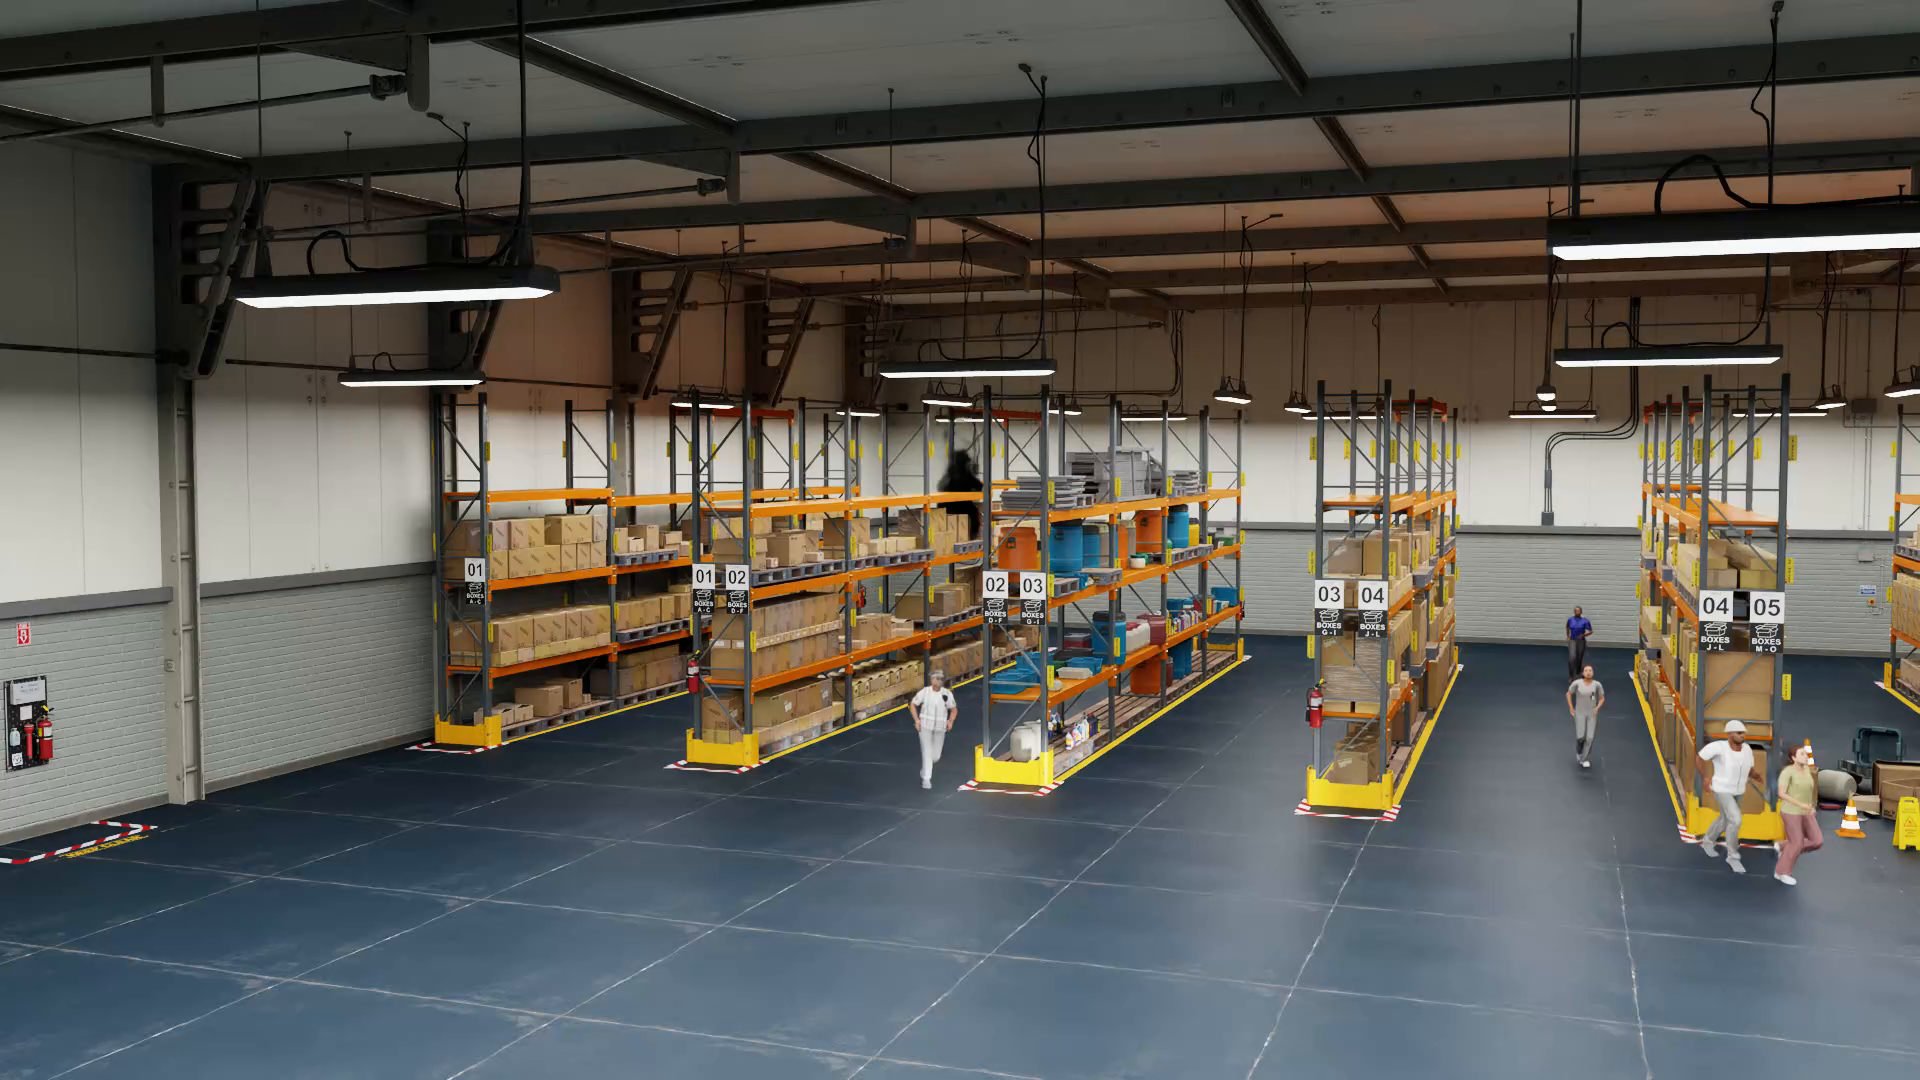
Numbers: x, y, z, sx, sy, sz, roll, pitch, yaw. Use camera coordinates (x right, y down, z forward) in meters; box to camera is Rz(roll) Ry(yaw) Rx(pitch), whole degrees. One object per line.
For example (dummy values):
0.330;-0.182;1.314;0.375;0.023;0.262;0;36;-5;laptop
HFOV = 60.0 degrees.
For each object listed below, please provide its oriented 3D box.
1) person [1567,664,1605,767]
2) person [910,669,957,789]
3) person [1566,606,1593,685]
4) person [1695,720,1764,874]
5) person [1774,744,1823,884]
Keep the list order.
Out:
9.941;2.786;26.416;0.569;1.620;0.512;1;3;17;person
-0.394;2.812;25.030;0.716;1.750;0.689;-1;3;-11;person
13.377;2.259;35.942;0.572;1.674;0.785;2;3;26;person
9.278;3.057;20.084;0.631;1.798;0.870;-1;3;-21;person
9.721;3.172;19.245;0.609;1.632;0.555;-1;3;-24;person
